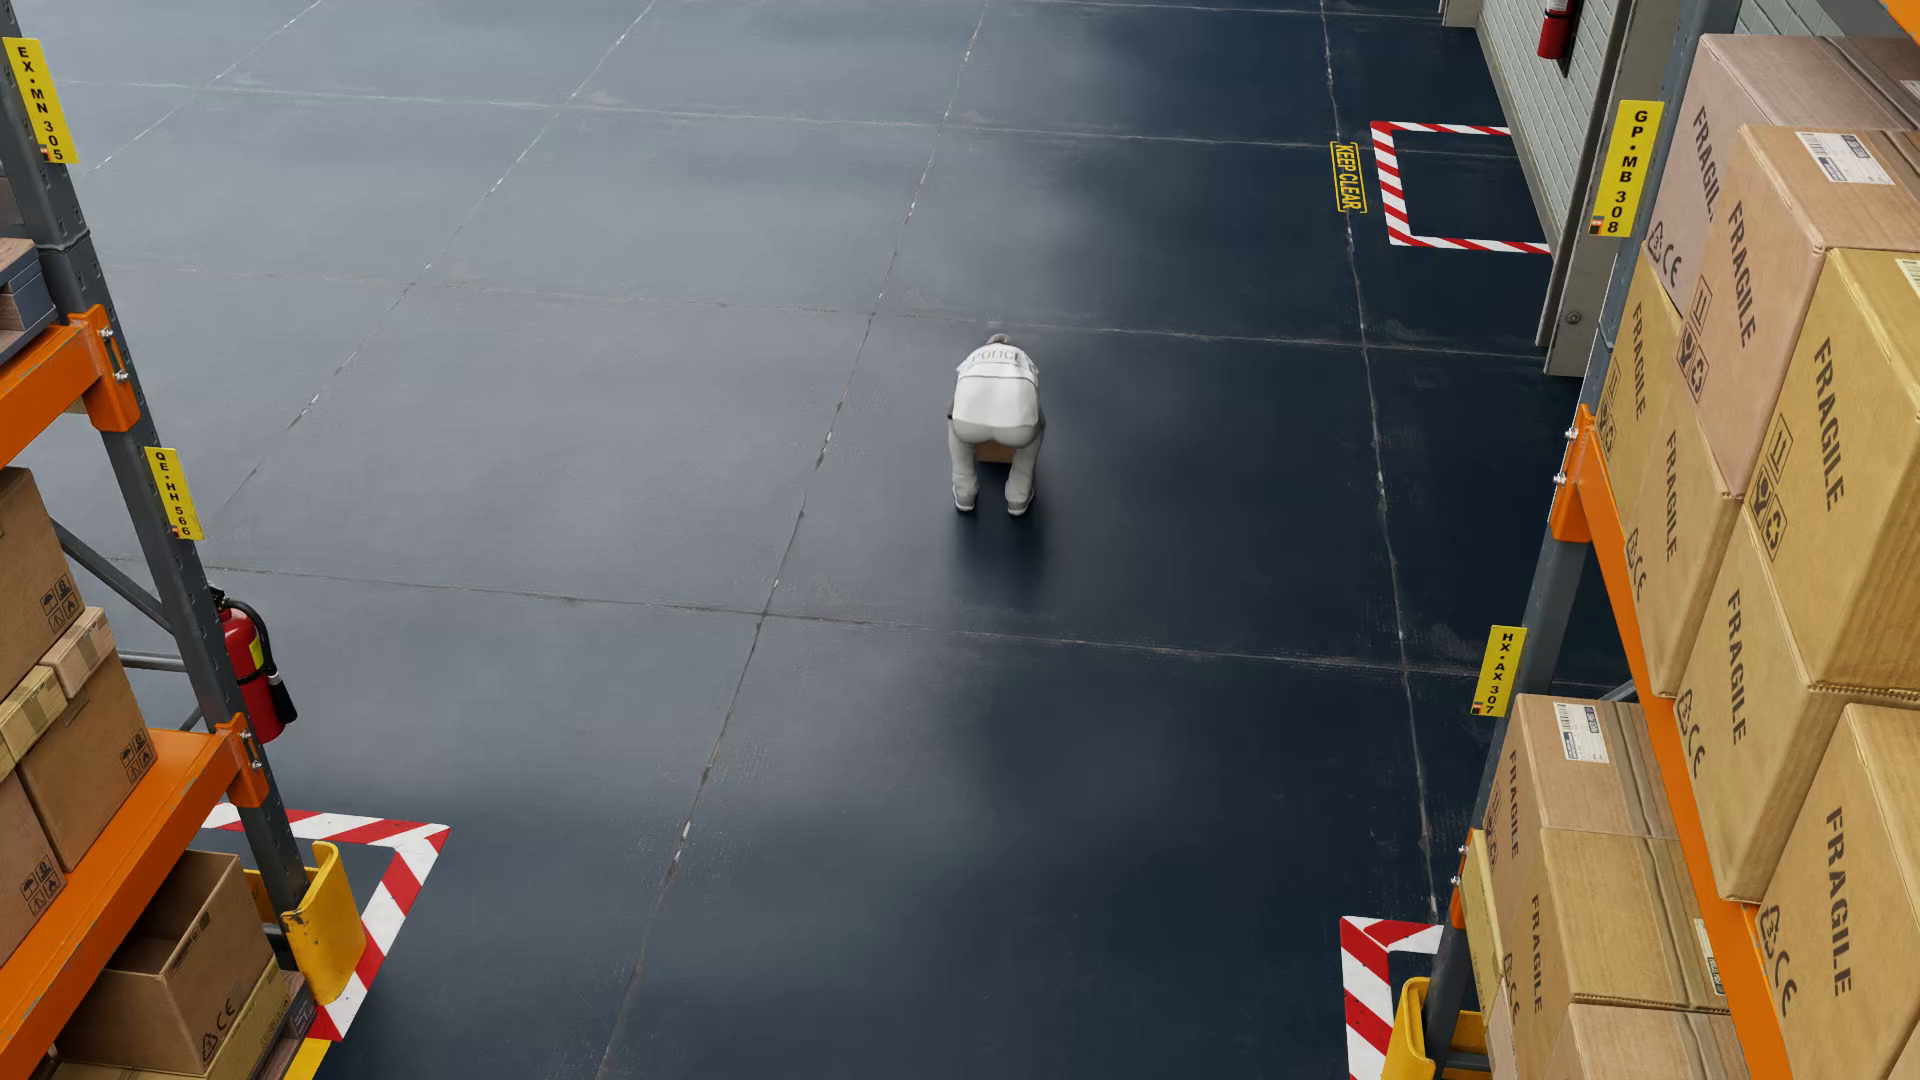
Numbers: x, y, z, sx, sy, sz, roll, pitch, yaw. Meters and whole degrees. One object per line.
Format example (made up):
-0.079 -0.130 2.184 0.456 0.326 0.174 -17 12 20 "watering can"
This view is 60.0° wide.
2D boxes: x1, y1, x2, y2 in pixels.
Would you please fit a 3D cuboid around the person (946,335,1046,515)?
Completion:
0.185 -0.628 8.602 0.522 0.845 0.941 3 36 4 "person"
